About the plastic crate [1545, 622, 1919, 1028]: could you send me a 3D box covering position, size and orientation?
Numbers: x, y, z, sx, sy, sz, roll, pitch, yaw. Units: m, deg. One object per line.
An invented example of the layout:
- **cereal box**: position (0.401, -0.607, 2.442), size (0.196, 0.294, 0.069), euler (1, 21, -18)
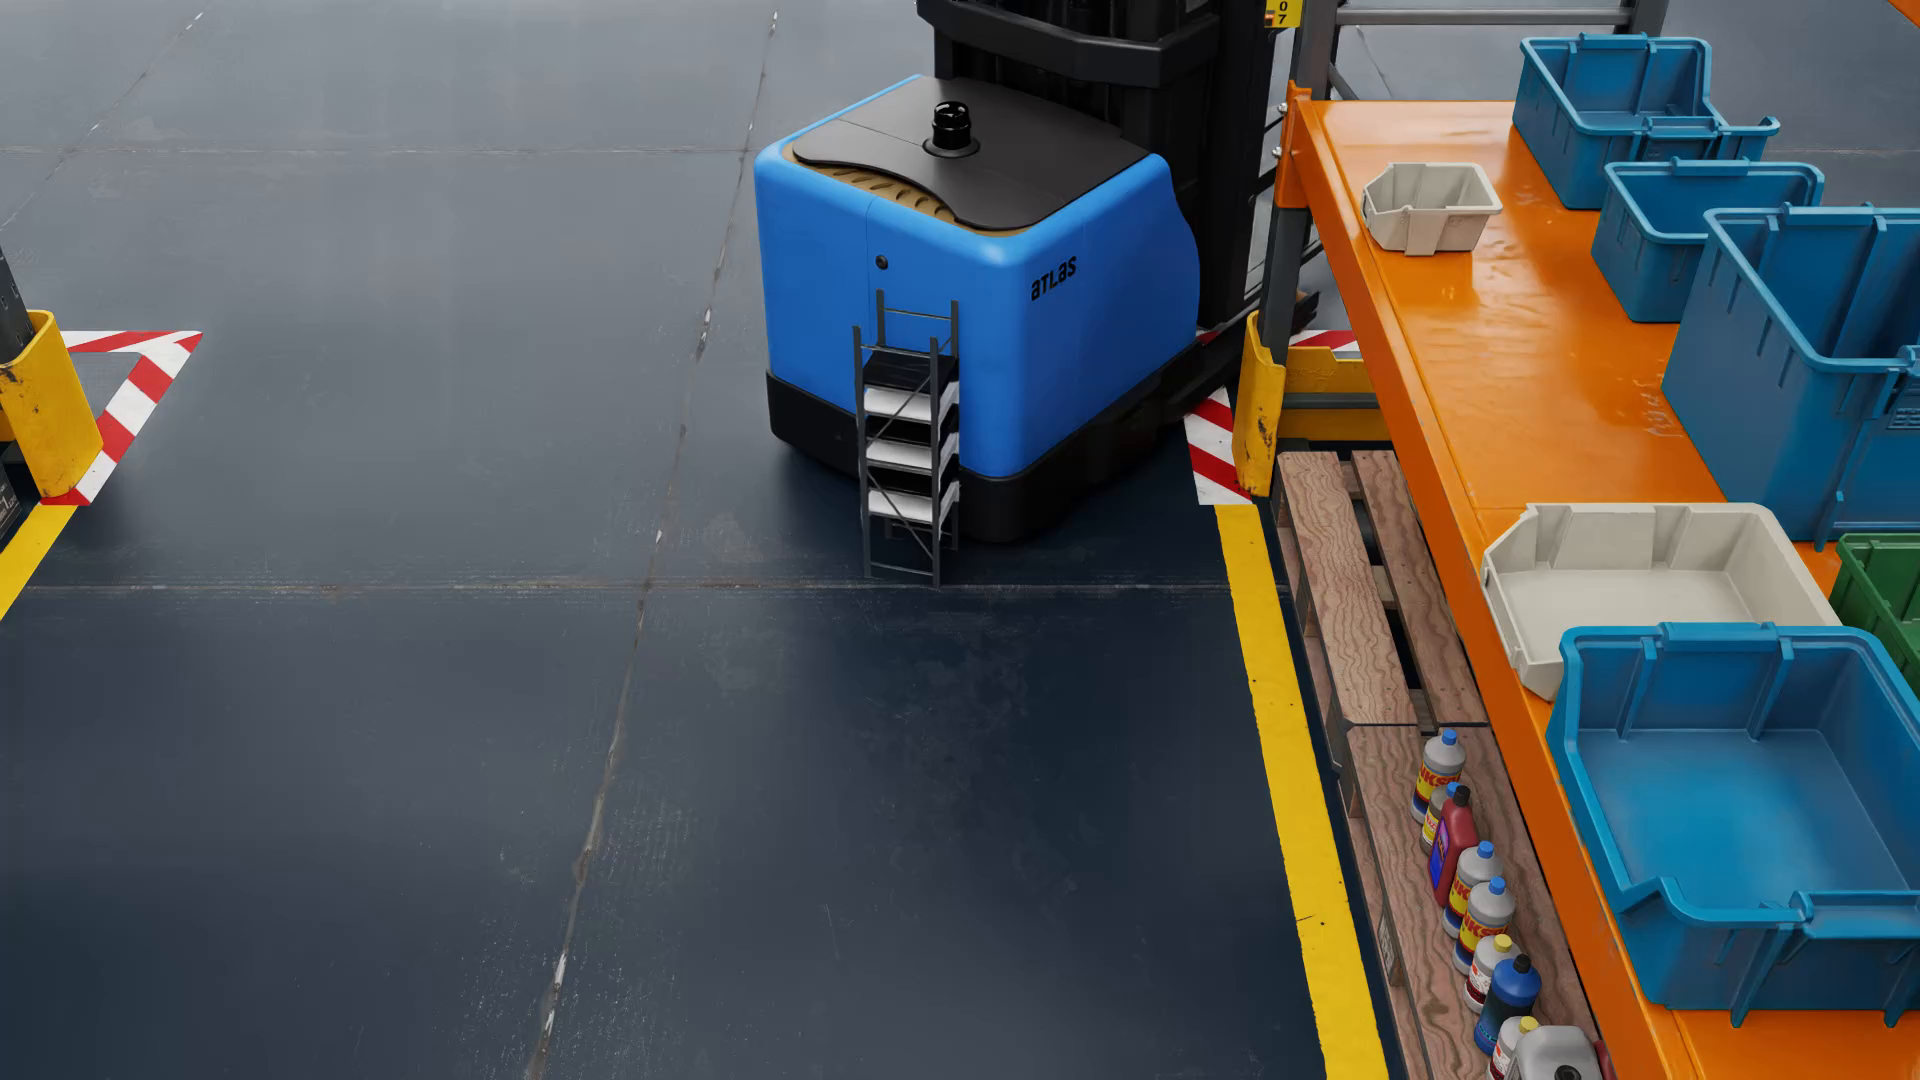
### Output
- **plastic crate**: position (1.191, 0.400, 2.471), size (0.499, 0.251, 0.616), euler (0, 39, 0)

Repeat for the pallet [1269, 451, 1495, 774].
- **pallet**: position (1.502, 0.177, 4.861), size (1.003, 0.211, 1.213), euler (0, 39, 0)

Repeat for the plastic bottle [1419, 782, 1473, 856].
- **plastic bottle**: position (1.150, 0.652, 3.924), size (0.097, 0.201, 0.097), euler (0, 39, 0)

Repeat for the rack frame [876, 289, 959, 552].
- **rack frame**: position (-0.120, -0.337, 4.951), size (0.240, 0.900, 0.006), euler (10, 40, 12)

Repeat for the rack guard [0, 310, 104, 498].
- **rack guard**: position (-3.494, -0.441, 5.400), size (1.175, 0.500, 0.348), euler (0, 39, 0)

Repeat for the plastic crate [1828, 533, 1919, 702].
- **plastic crate**: position (1.745, 0.268, 2.687), size (0.450, 0.188, 0.662), euler (0, 39, 0)

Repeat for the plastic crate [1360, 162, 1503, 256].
- **plastic crate**: position (1.138, -0.804, 4.066), size (0.298, 0.136, 0.250), euler (0, 39, 0)

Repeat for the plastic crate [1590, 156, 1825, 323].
- **plastic crate**: position (1.754, -0.690, 3.832), size (0.499, 0.251, 0.408), euler (0, 39, 0)

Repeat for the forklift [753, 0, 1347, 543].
- **forklift**: position (0.680, -1.993, 5.393), size (1.130, 2.935, 3.031), euler (27, 46, 29)

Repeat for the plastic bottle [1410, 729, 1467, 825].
- **plastic bottle**: position (1.150, 0.560, 3.983), size (0.097, 0.271, 0.097), euler (0, 39, 0)

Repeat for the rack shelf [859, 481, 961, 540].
- **rack shelf**: position (-0.148, -0.110, 5.008), size (0.258, 0.077, 0.200), euler (10, 40, 12)

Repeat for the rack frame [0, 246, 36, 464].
- **rack frame**: position (-3.494, -1.464, 4.678), size (1.000, 3.000, 0.127), euler (0, 39, 0)

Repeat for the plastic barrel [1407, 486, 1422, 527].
- **plastic barrel**: position (1.536, -0.249, 4.815), size (0.421, 0.512, 0.421), euler (0, 39, 0)

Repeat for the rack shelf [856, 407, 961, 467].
- **rack shelf**: position (-0.148, -0.320, 4.839), size (0.258, 0.077, 0.200), euler (10, 40, 12)

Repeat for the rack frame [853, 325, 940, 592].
- **rack frame**: position (-0.176, -0.215, 4.799), size (0.240, 0.900, 0.006), euler (10, 40, 12)

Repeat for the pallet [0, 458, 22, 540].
- **pallet**: position (-3.528, 0.180, 4.856), size (1.003, 0.211, 1.213), euler (0, 39, 0)

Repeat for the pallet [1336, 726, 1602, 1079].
- **pallet**: position (1.500, 0.938, 3.911), size (1.003, 0.211, 1.213), euler (0, 39, 0)

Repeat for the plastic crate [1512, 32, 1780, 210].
- **plastic crate**: position (1.759, -1.096, 4.338), size (0.499, 0.251, 0.616), euler (0, 39, 0)

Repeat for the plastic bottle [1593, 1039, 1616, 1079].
- **plastic bottle**: position (1.285, 1.096, 3.304), size (0.061, 0.283, 0.133), euler (0, 39, 0)

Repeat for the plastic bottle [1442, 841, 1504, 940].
- **plastic bottle**: position (1.150, 0.774, 3.715), size (0.097, 0.271, 0.097), euler (0, 39, 0)

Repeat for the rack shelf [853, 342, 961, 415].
- **rack shelf**: position (-0.148, -0.461, 4.727), size (0.258, 0.077, 0.200), euler (10, 40, 12)

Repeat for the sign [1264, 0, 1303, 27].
- **sign**: position (0.909, -1.577, 4.598), size (0.100, 0.325, 0.005), euler (0, 39, 0)

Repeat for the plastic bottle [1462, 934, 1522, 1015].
- **plastic bottle**: position (1.150, 0.926, 3.582), size (0.097, 0.201, 0.097), euler (0, 39, 0)

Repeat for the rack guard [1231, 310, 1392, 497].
- **rack guard**: position (1.506, -0.444, 5.405), size (1.175, 0.500, 0.348), euler (0, 39, 0)

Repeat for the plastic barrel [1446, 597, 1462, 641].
- **plastic barrel**: position (1.537, 0.065, 4.424), size (0.421, 0.512, 0.421), euler (0, 39, 0)

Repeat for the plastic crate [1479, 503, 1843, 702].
- **plastic crate**: position (1.209, 0.122, 2.910), size (0.530, 0.136, 0.437), euler (0, 39, 0)

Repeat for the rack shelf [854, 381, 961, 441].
- **rack shelf**: position (-0.148, -0.391, 4.783), size (0.258, 0.077, 0.200), euler (10, 40, 12)

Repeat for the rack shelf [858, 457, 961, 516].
- **rack shelf**: position (-0.148, -0.180, 4.952), size (0.258, 0.077, 0.200), euler (10, 40, 12)

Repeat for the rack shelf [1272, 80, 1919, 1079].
- **rack shelf**: position (1.462, 0.064, 3.346), size (1.077, 0.370, 4.000), euler (0, 39, 0)

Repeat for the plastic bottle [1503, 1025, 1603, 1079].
- **plastic bottle**: position (1.178, 1.099, 3.306), size (0.152, 0.276, 0.135), euler (1, 39, 1)

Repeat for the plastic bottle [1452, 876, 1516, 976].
- **plastic bottle**: position (1.150, 0.837, 3.637), size (0.097, 0.271, 0.097), euler (0, 39, 0)

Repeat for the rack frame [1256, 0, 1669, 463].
- **rack frame**: position (1.459, -1.467, 4.682), size (1.000, 3.000, 0.127), euler (0, 39, 0)

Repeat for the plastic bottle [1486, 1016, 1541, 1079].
- **plastic bottle**: position (1.151, 1.055, 3.421), size (0.097, 0.201, 0.097), euler (0, 39, 0)

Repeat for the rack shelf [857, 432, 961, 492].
- **rack shelf**: position (-0.148, -0.250, 4.896), size (0.258, 0.077, 0.200), euler (10, 40, 12)

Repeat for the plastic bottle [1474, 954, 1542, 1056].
- **plastic bottle**: position (1.150, 0.963, 3.479), size (0.097, 0.271, 0.097), euler (0, 39, 0)

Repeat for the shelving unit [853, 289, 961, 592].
- **shelving unit**: position (-0.148, -0.276, 4.875), size (0.258, 0.900, 0.210), euler (10, 40, 12)

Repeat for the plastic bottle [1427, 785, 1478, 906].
- **plastic bottle**: position (1.132, 0.697, 3.802), size (0.061, 0.283, 0.133), euler (1, 39, 1)

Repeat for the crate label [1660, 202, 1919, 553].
- **crate label**: position (1.732, -0.330, 3.235), size (0.502, 0.435, 0.616), euler (0, 39, 0)
